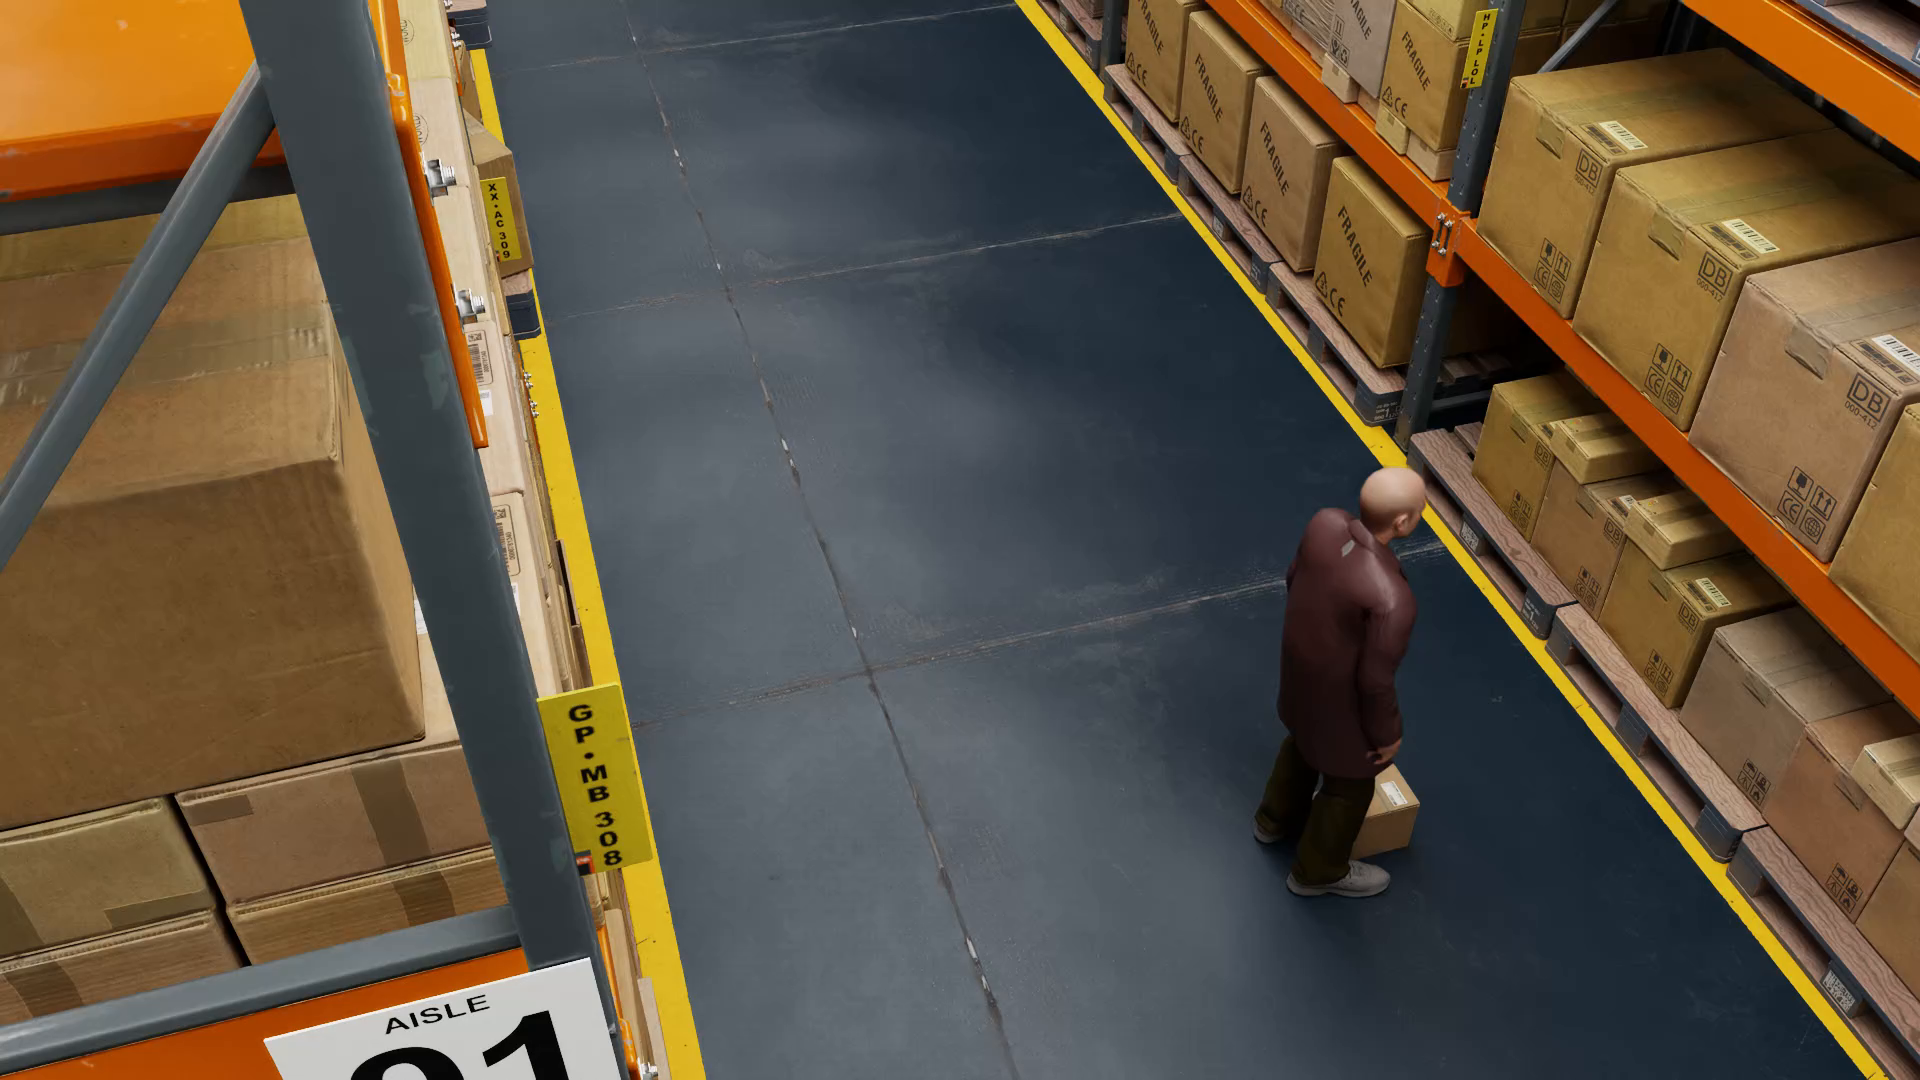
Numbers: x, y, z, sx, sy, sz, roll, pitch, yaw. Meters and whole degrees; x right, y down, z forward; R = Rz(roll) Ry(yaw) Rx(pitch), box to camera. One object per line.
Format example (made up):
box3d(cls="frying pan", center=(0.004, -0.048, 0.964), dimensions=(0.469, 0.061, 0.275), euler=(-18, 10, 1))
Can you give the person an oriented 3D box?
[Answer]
box3d(cls="person", center=(1.291, 0.482, 5.630), dimensions=(0.419, 1.774, 0.646), euler=(-12, 43, -13))
